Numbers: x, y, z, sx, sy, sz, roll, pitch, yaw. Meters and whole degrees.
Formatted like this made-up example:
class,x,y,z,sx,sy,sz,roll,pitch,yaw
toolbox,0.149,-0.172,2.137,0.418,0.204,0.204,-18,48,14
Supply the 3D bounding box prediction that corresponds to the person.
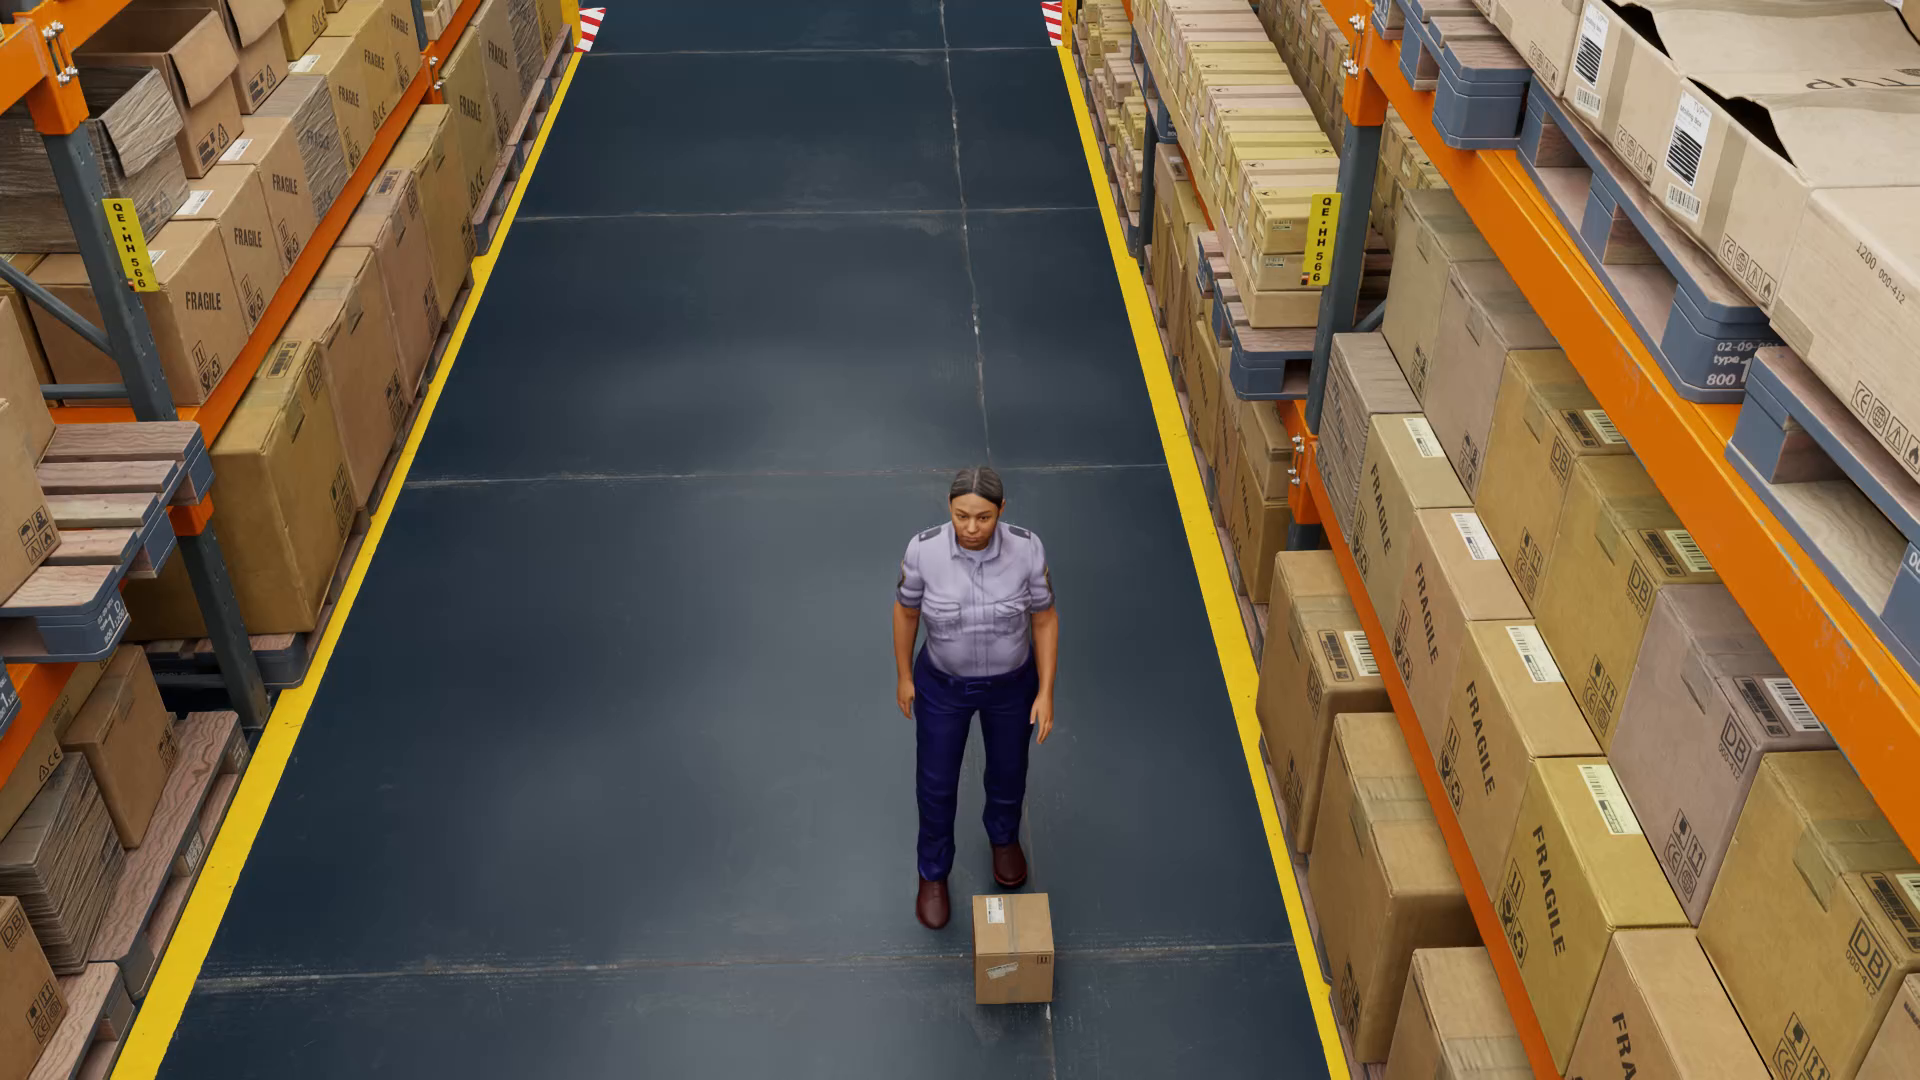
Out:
class,x,y,z,sx,sy,sz,roll,pitch,yaw
person,0.056,0.528,5.420,0.528,1.671,0.485,-2,36,-3
